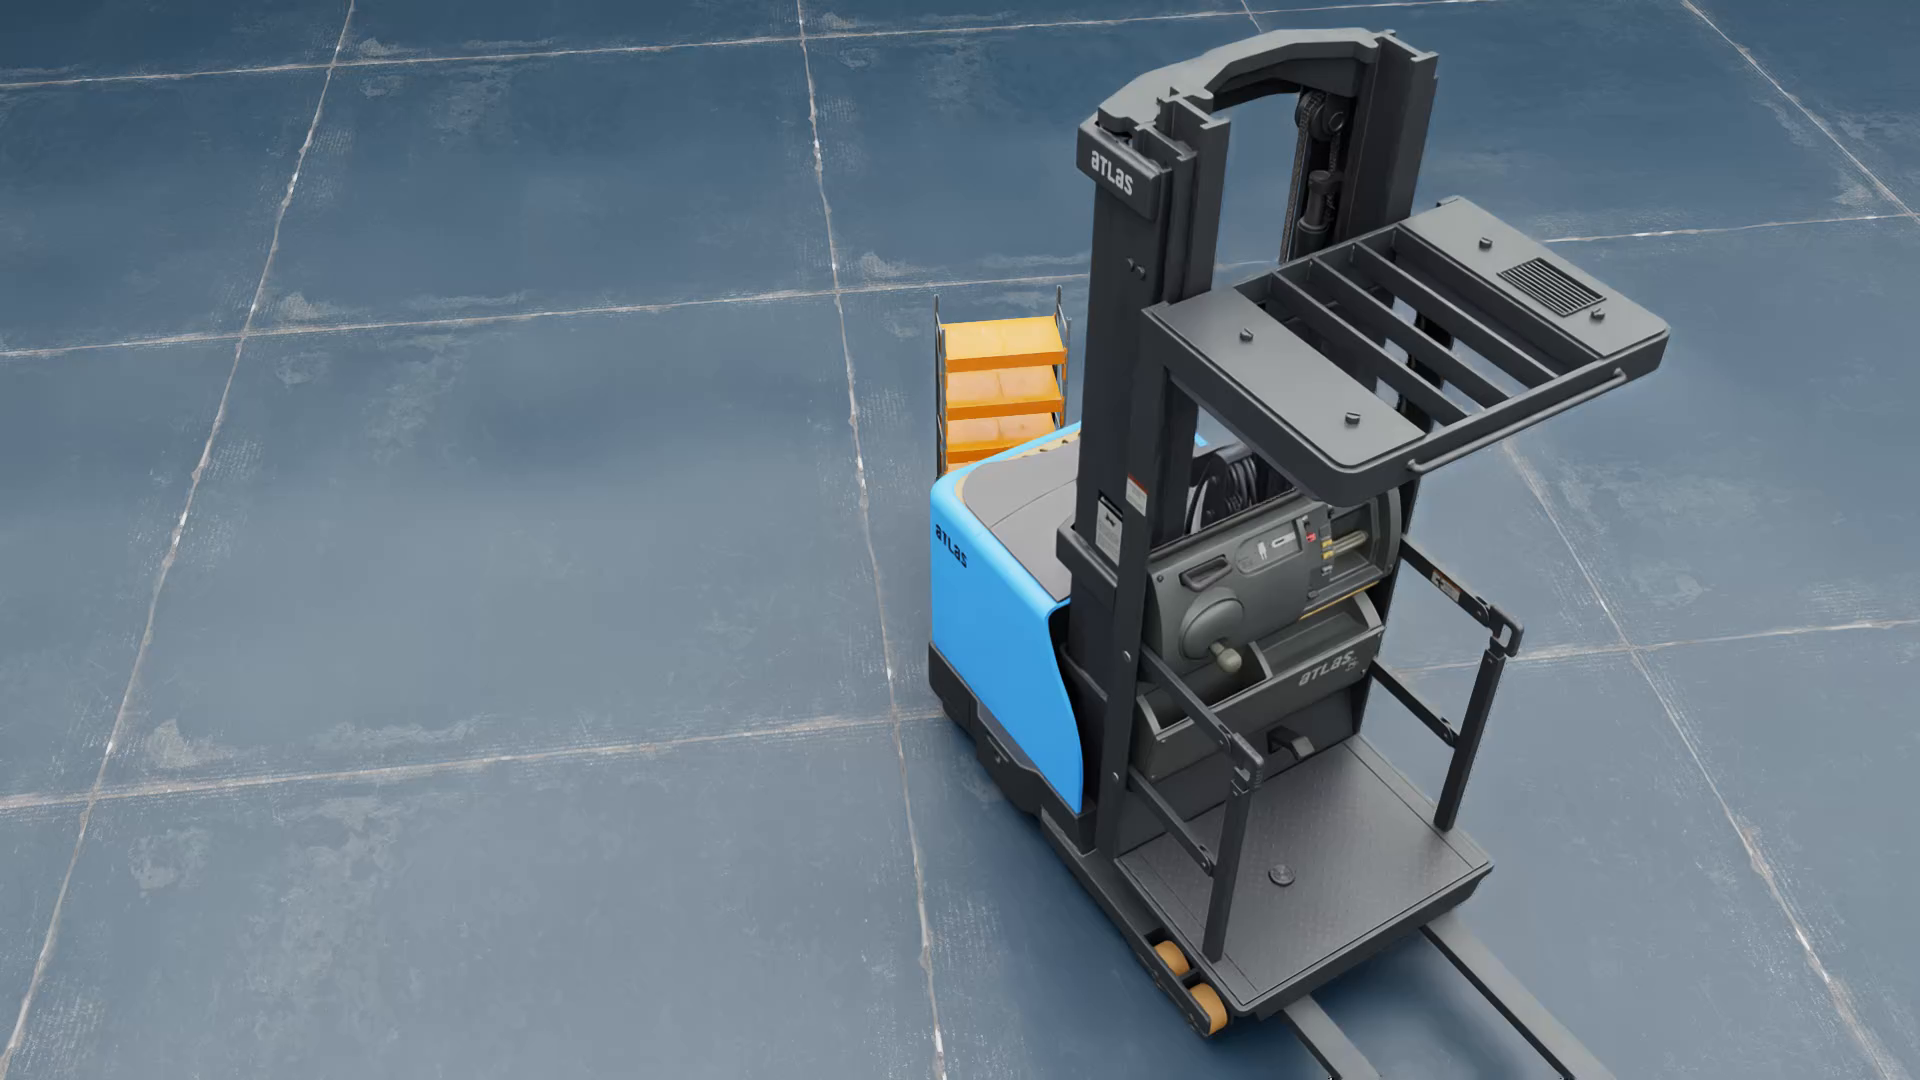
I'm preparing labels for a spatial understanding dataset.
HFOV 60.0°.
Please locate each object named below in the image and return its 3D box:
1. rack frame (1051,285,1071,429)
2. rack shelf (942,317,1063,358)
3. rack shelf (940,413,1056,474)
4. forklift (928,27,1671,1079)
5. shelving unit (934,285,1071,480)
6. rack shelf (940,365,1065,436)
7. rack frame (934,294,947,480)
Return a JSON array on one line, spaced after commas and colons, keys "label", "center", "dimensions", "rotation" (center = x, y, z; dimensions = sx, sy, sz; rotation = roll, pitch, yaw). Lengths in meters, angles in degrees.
[{"label": "rack frame", "center": [0.406, -0.481, 6.888], "dimensions": [0.015, 1.200, 0.240], "rotation": [-5, 42, -6]}, {"label": "rack shelf", "center": [0.164, -0.781, 6.575], "dimensions": [0.457, 0.050, 0.221], "rotation": [-5, 42, -6]}, {"label": "rack shelf", "center": [0.164, -0.410, 6.909], "dimensions": [0.480, 0.148, 0.258], "rotation": [-5, 42, -6]}, {"label": "forklift", "center": [1.076, 0.169, 4.874], "dimensions": [1.130, 2.935, 3.031], "rotation": [-22, 47, -23]}, {"label": "shelving unit", "center": [0.164, -0.460, 6.864], "dimensions": [0.503, 1.200, 0.258], "rotation": [-5, 42, -6]}, {"label": "rack shelf", "center": [0.164, -0.576, 6.759], "dimensions": [0.480, 0.148, 0.258], "rotation": [-5, 42, -6]}, {"label": "rack frame", "center": [-0.078, -0.439, 6.841], "dimensions": [0.015, 1.200, 0.240], "rotation": [-5, 42, -6]}]
